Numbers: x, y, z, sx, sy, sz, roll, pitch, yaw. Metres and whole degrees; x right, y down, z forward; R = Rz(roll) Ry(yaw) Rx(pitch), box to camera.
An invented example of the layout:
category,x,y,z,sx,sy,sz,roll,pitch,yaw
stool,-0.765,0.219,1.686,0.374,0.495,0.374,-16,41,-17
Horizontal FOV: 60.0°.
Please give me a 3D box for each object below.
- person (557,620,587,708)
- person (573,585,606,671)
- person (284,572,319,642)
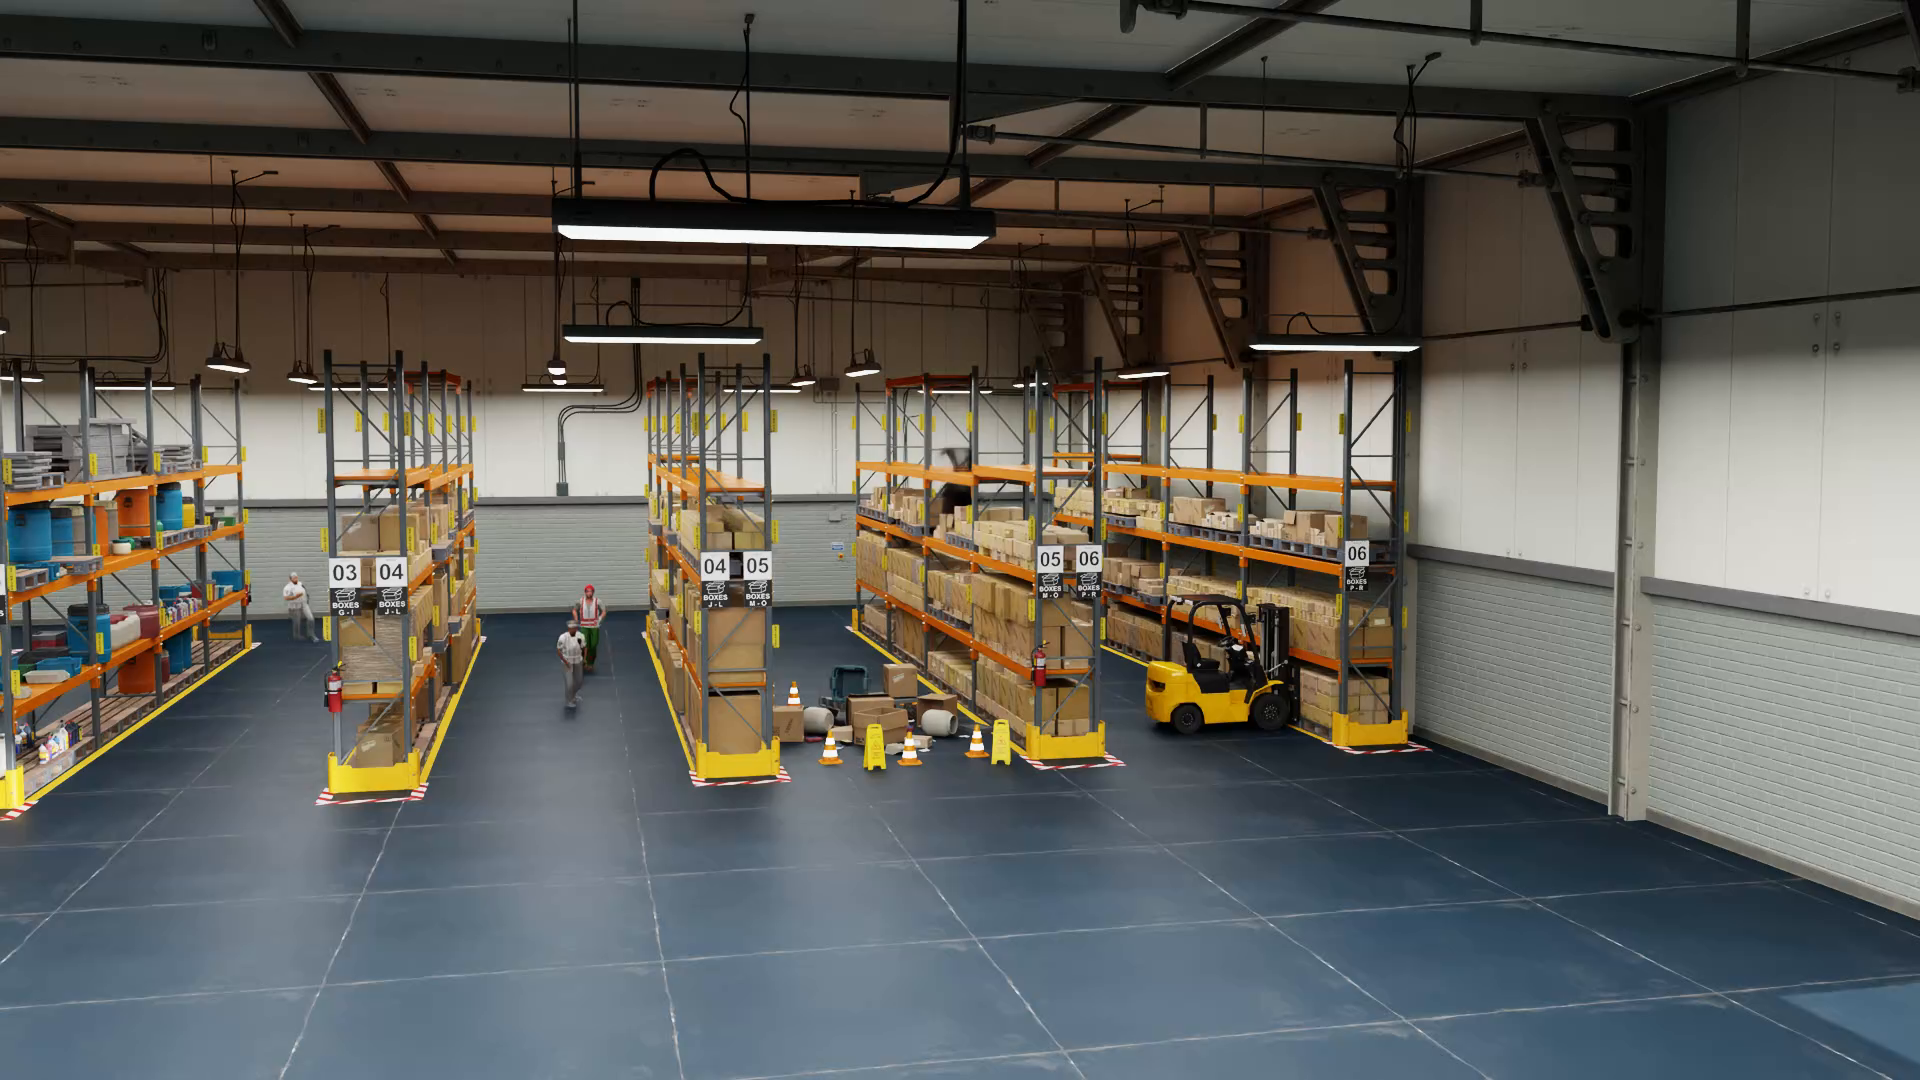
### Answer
category,x,y,z,sx,sy,sz,roll,pitch,yaw
person,-6.888,2.164,29.460,0.576,1.581,0.800,-3,5,-34
person,-7.485,1.778,33.603,0.667,1.756,0.631,-1,4,-11
person,-15.187,1.549,38.136,0.696,1.656,0.750,3,5,39
